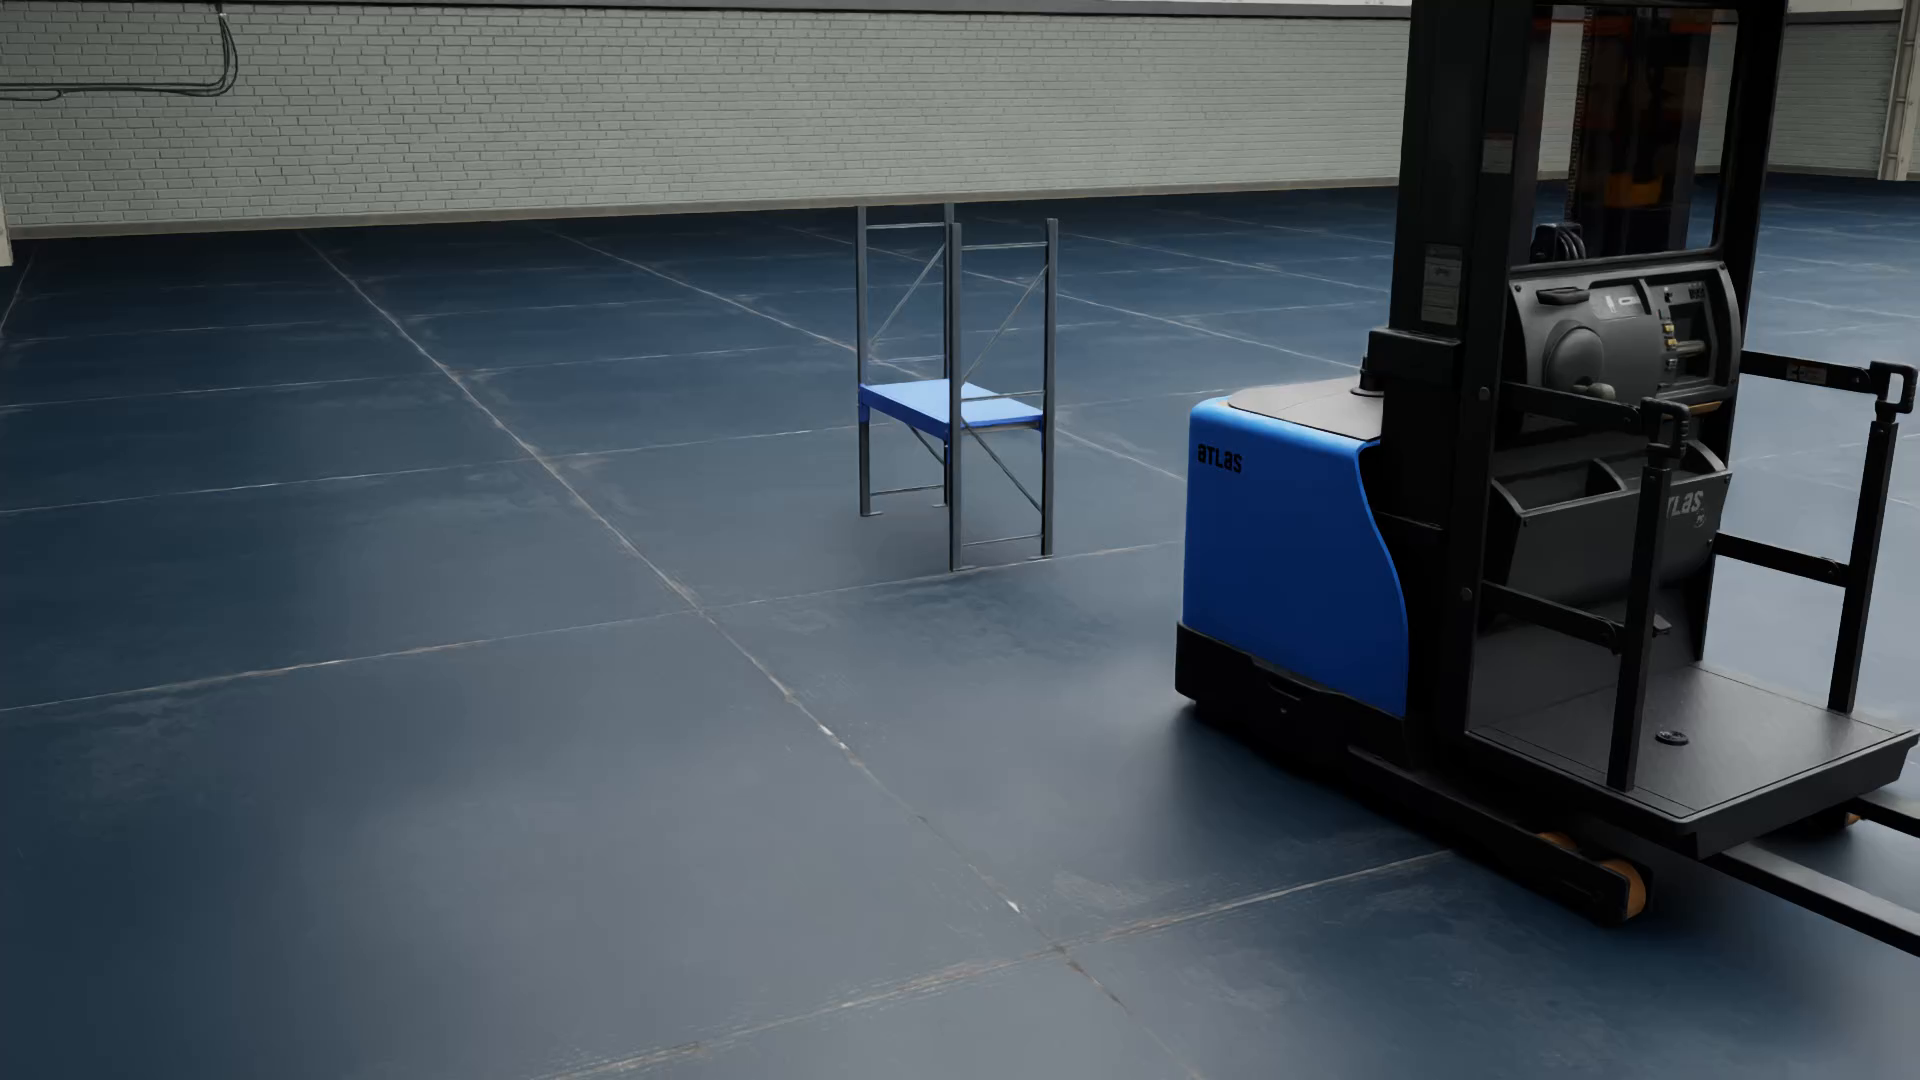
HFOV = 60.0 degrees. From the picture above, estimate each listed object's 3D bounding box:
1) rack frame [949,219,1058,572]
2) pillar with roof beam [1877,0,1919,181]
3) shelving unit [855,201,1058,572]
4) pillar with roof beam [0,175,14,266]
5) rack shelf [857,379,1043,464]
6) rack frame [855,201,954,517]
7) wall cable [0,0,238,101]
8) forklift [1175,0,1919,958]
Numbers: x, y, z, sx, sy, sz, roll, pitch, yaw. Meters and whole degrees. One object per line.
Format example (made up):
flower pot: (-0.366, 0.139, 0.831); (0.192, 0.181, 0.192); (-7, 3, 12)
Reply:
rack frame: (0.185, -0.616, 7.178); (0.500, 1.500, 0.032); (-8, 18, -25)
pillar with roof beam: (13.834, -10.646, 28.536); (9.100, 9.000, 0.400); (-8, 18, -25)
shelving unit: (-0.037, -0.742, 7.618); (0.538, 1.500, 1.048); (-8, 18, -25)
pillar with roof beam: (-6.743, -7.880, 18.897); (9.100, 9.000, 0.400); (-8, 18, -25)
rack shelf: (-0.037, -0.569, 7.667); (0.538, 0.185, 1.000); (-8, 18, -25)
rack frame: (-0.260, -0.868, 8.057); (0.500, 1.500, 0.032); (-8, 18, -25)
wall cable: (-10.715, -6.758, 20.615); (3.097, 2.526, 0.112); (-8, 18, -25)
forklift: (1.955, -0.565, 4.406); (1.130, 2.935, 3.031); (-10, 19, -31)
